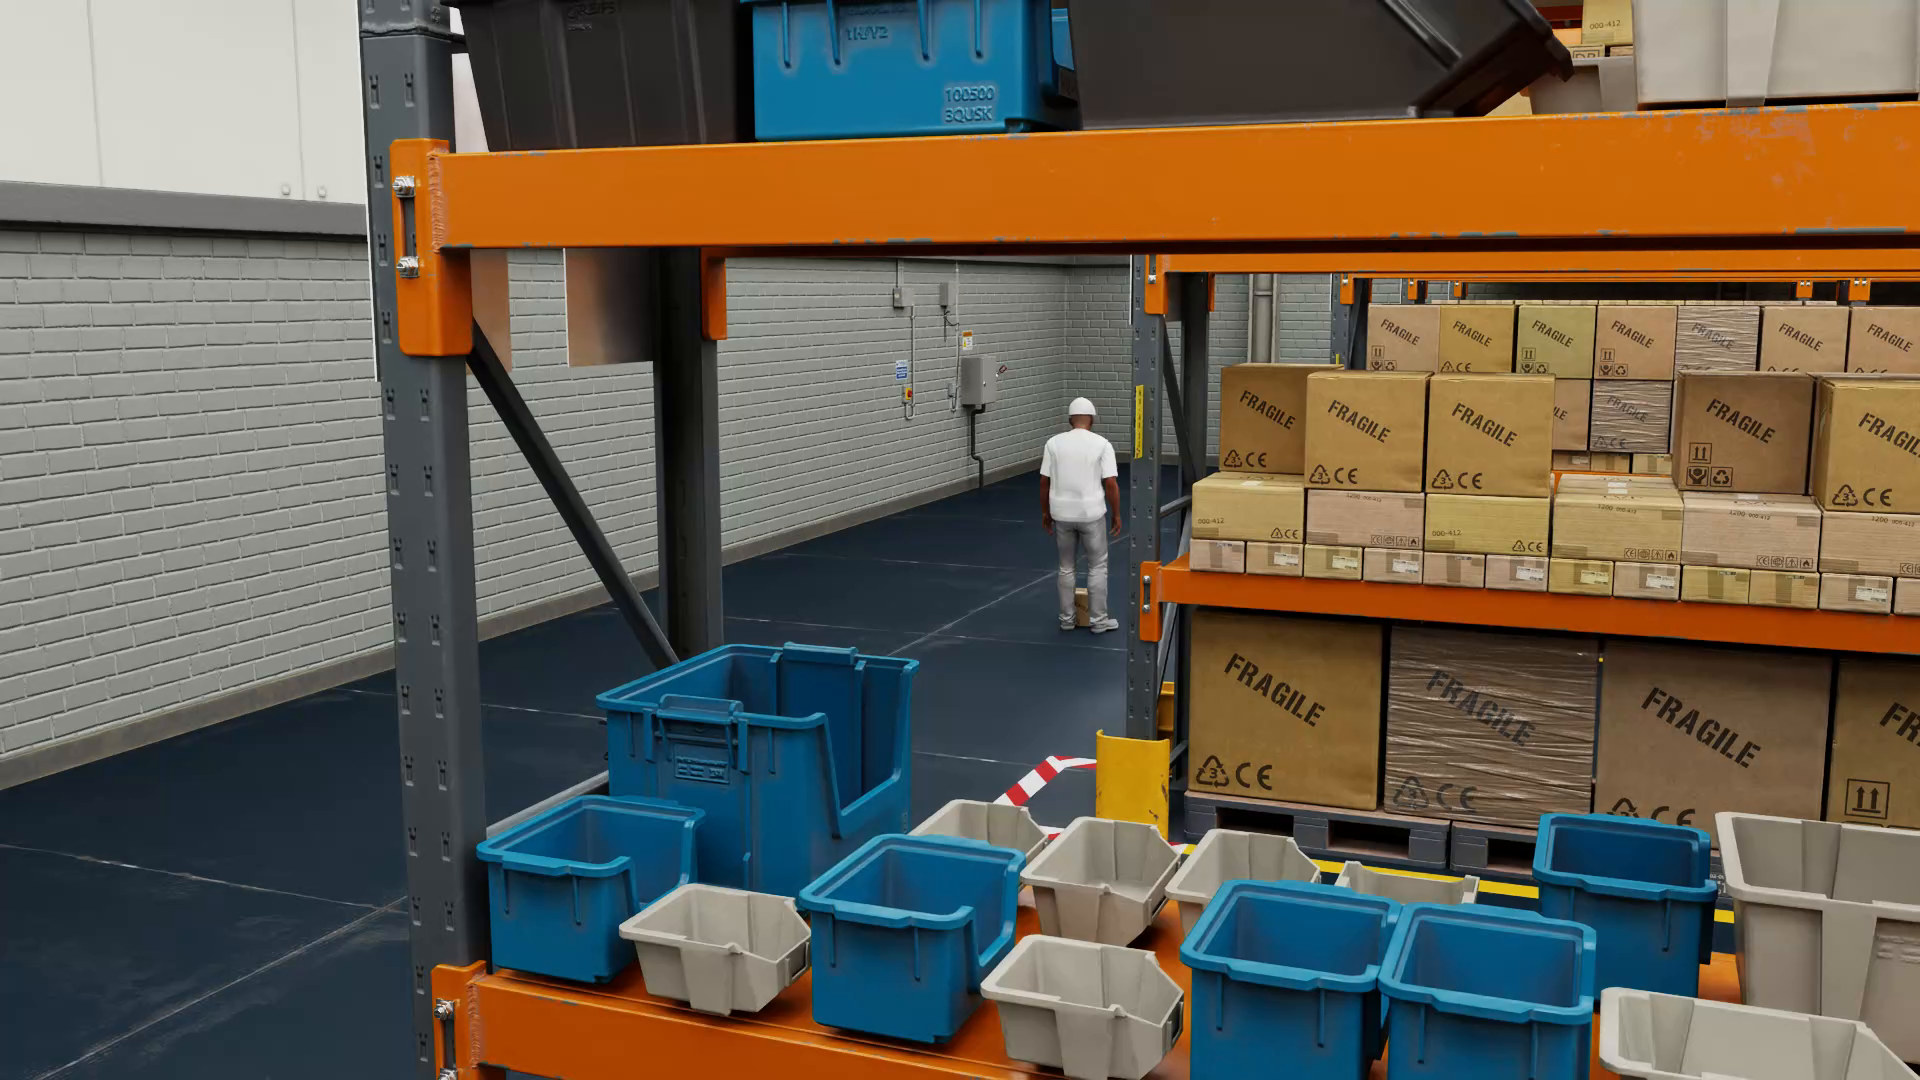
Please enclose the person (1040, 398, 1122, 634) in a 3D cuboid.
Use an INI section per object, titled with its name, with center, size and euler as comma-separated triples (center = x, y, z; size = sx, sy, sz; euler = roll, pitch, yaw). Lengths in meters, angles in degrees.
[person]
center = 0.912, -0.191, 12.543
size = 0.628, 1.761, 0.457
euler = 3, 9, 21
